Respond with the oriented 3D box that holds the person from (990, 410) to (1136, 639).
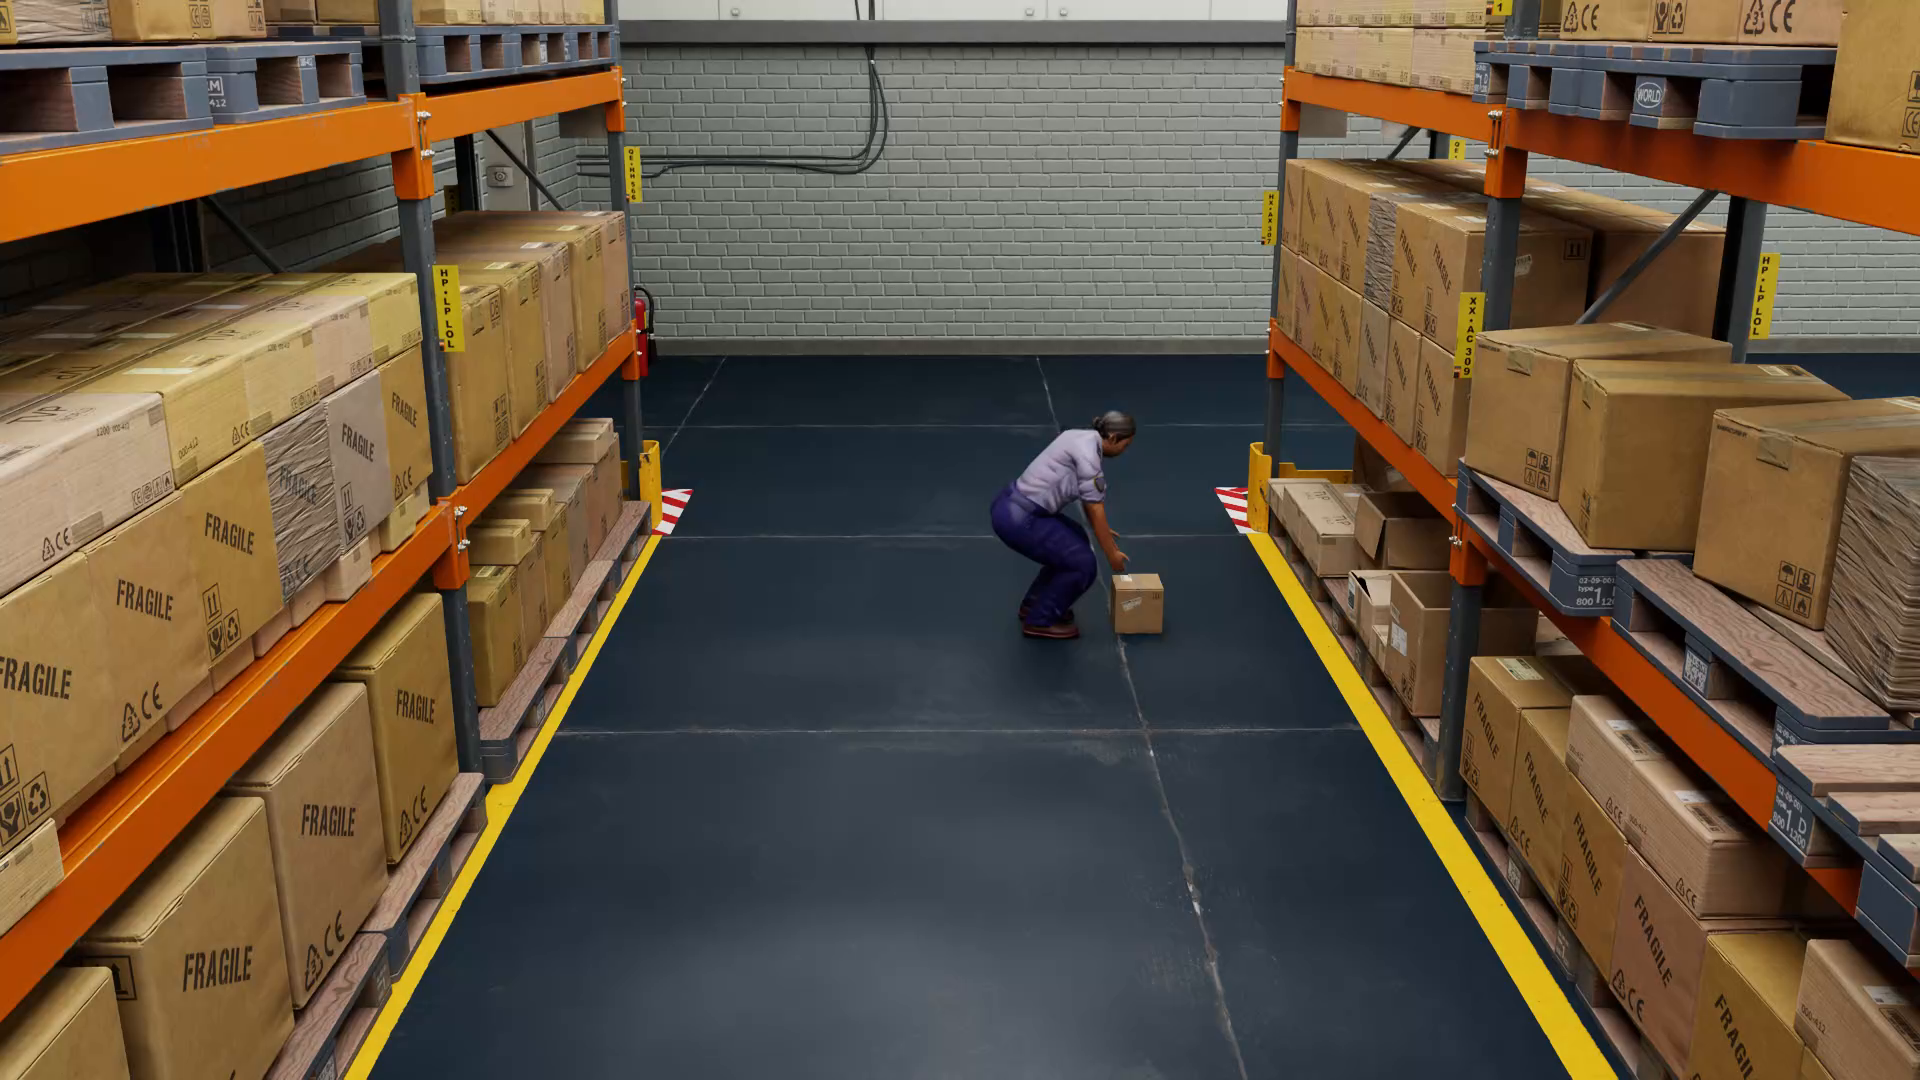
[{"bbox_3d":[0.532,-0.102,8.719,0.752,1.169,0.540,0,17,-1],"label":"person"}]
